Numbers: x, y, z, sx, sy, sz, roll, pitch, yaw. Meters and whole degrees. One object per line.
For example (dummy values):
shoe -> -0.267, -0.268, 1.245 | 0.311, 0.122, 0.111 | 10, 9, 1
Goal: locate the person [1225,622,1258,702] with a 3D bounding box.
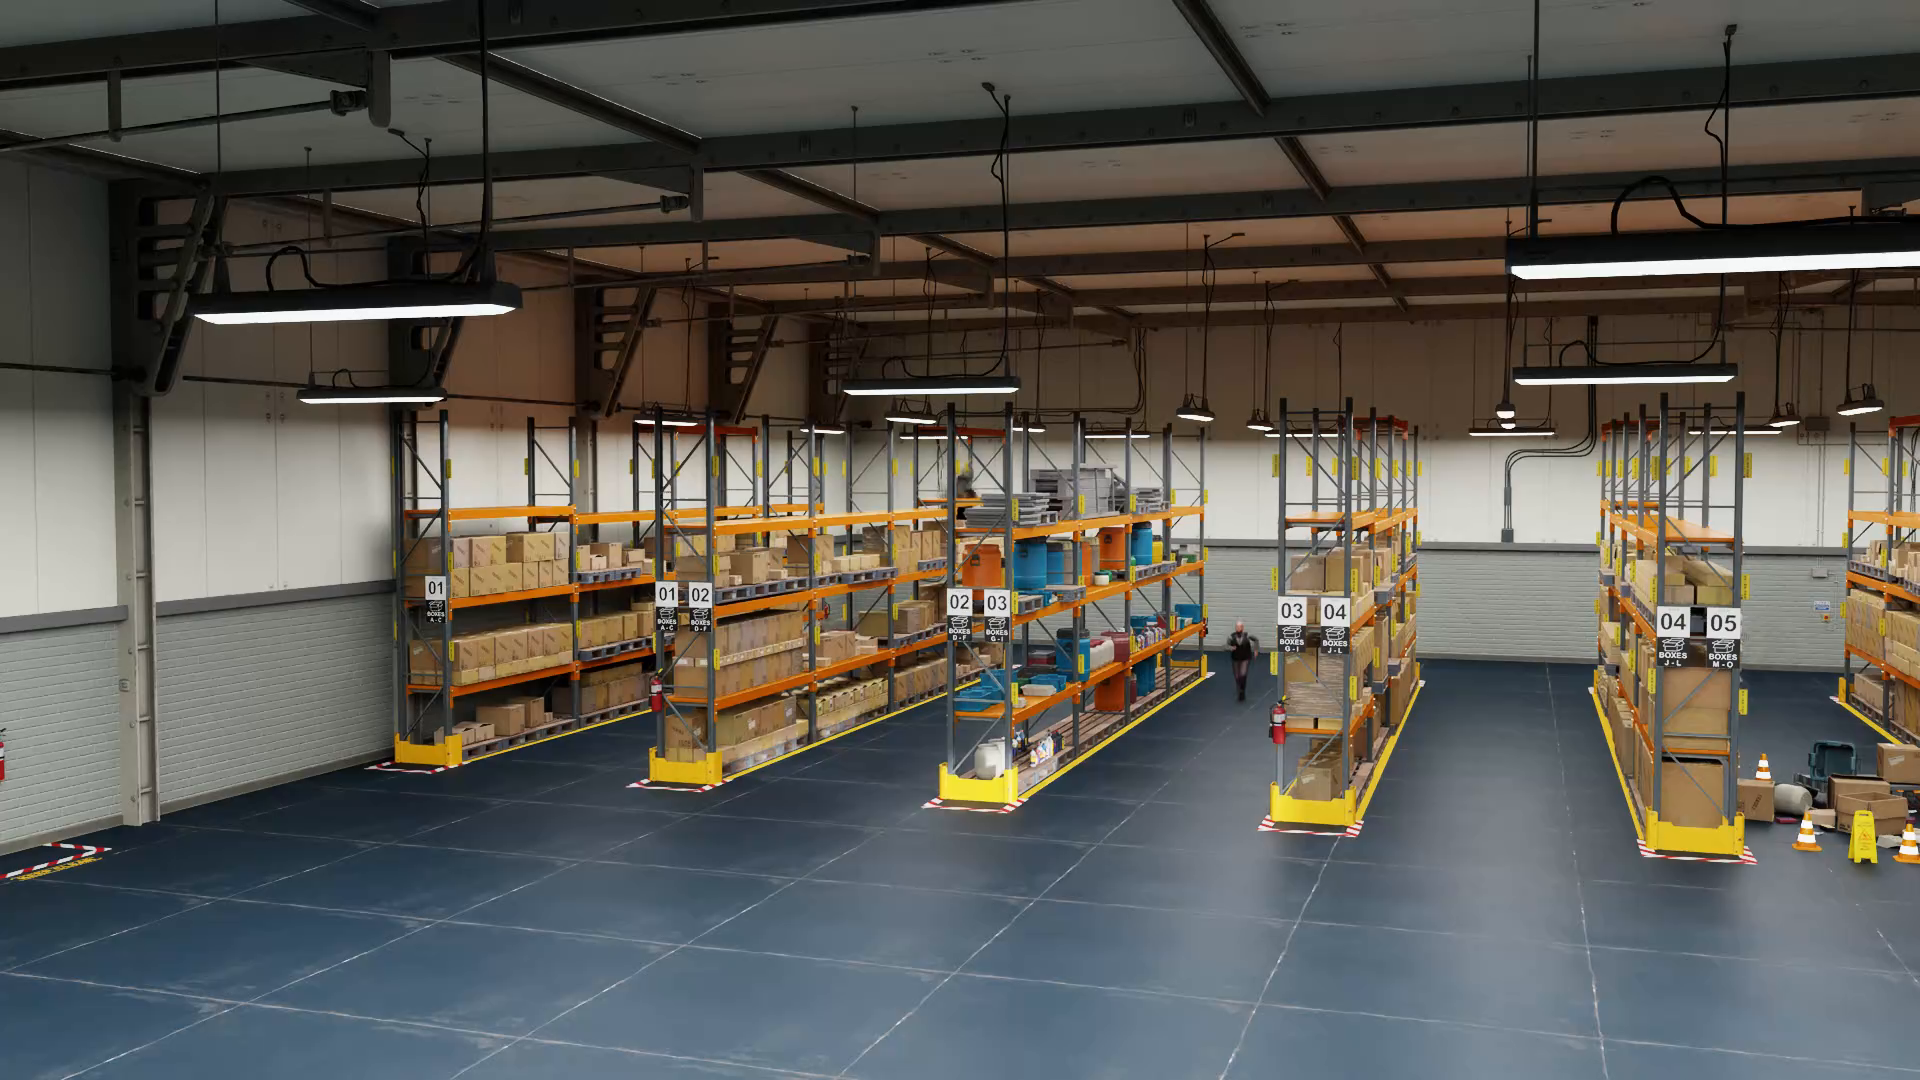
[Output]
person -> 6.042, 2.613, 35.727 | 0.681, 1.719, 0.812 | 1, 3, 18

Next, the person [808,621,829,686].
person -> -3.018, 2.615, 35.442 | 0.643, 1.780, 0.864 | 0, 2, 11
